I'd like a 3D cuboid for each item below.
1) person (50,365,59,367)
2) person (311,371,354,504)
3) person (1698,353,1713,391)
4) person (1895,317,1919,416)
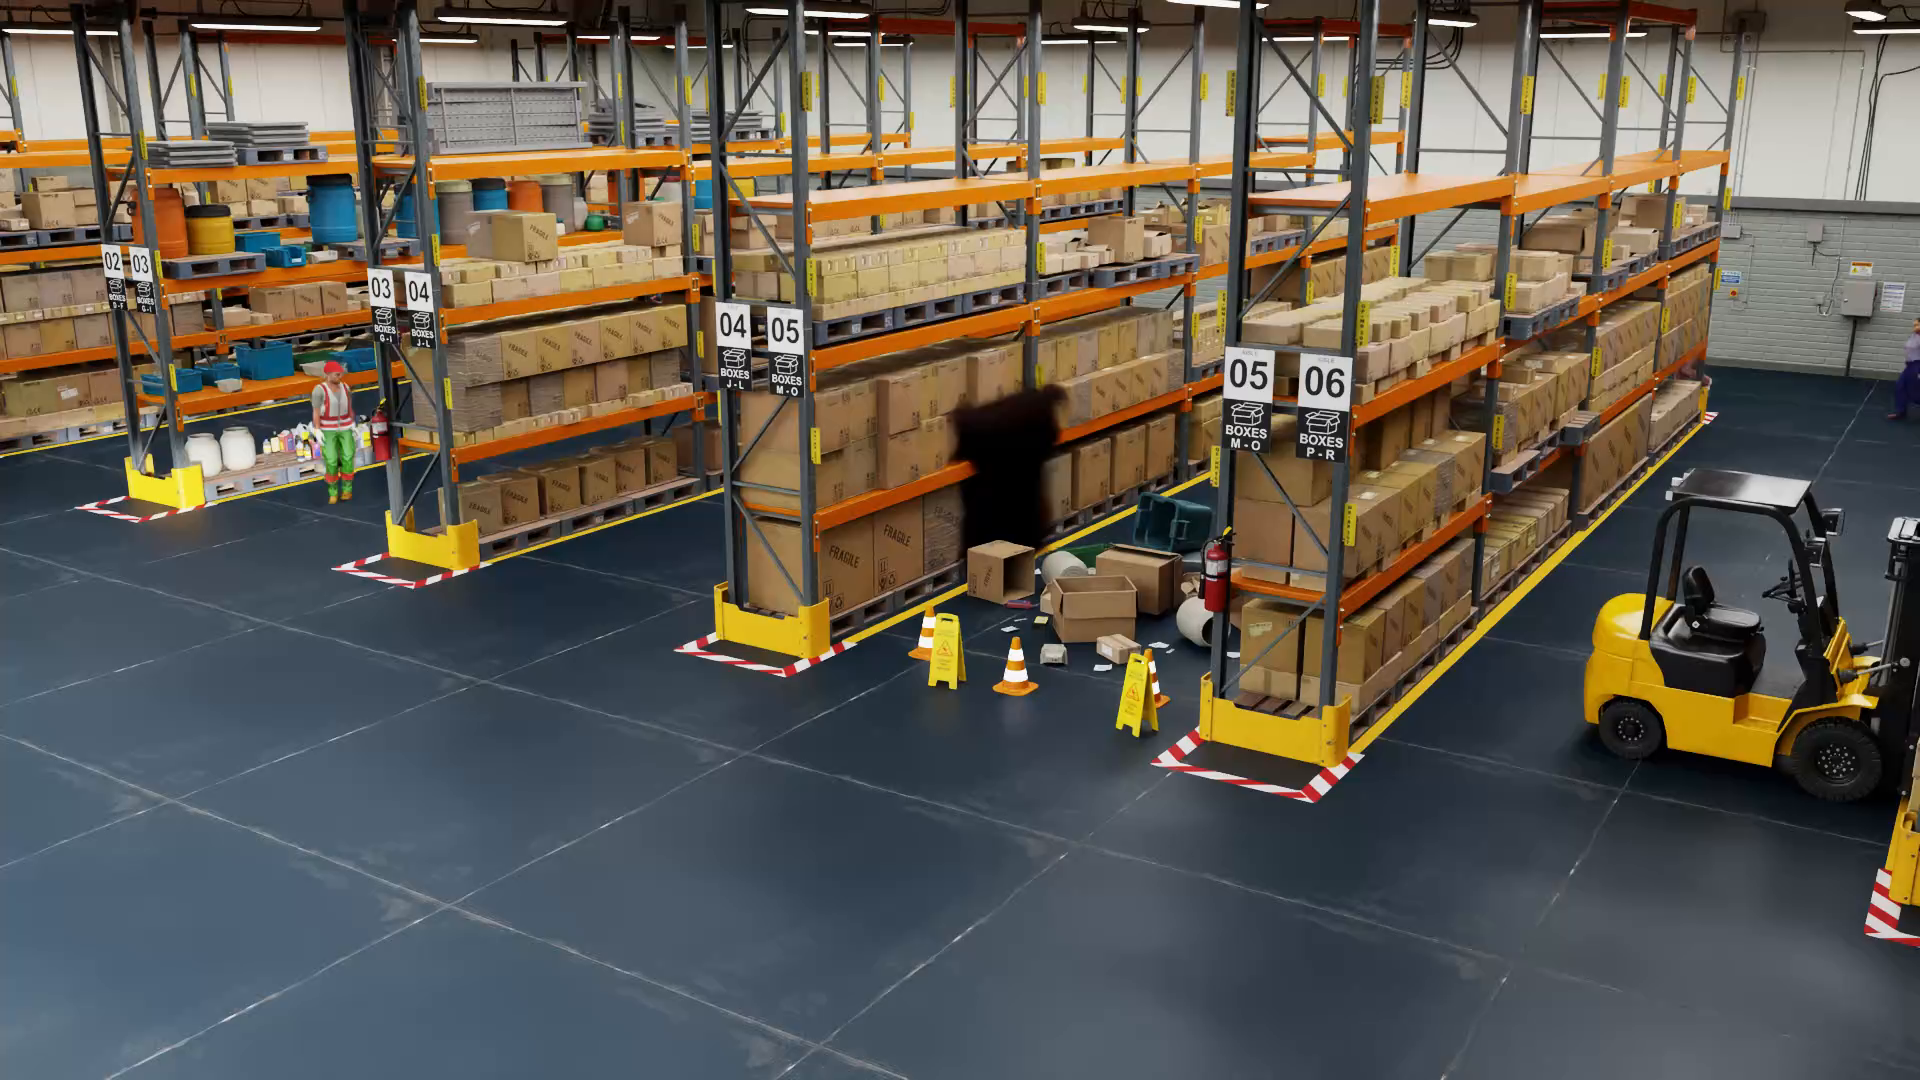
[{"bbox_3d":[-14.757,-3.057,26.914,0.474,1.705,0.953,6,17,21],"label":"person"},{"bbox_3d":[-7.828,-1.317,20.877,0.522,1.783,0.424,-9,18,-30],"label":"person"},{"bbox_3d":[12.067,-3.147,27.392,0.655,1.654,0.478,-1,16,-2],"label":"person"},{"bbox_3d":[14.794,-2.651,25.574,0.635,1.552,0.494,8,17,26],"label":"person"}]
